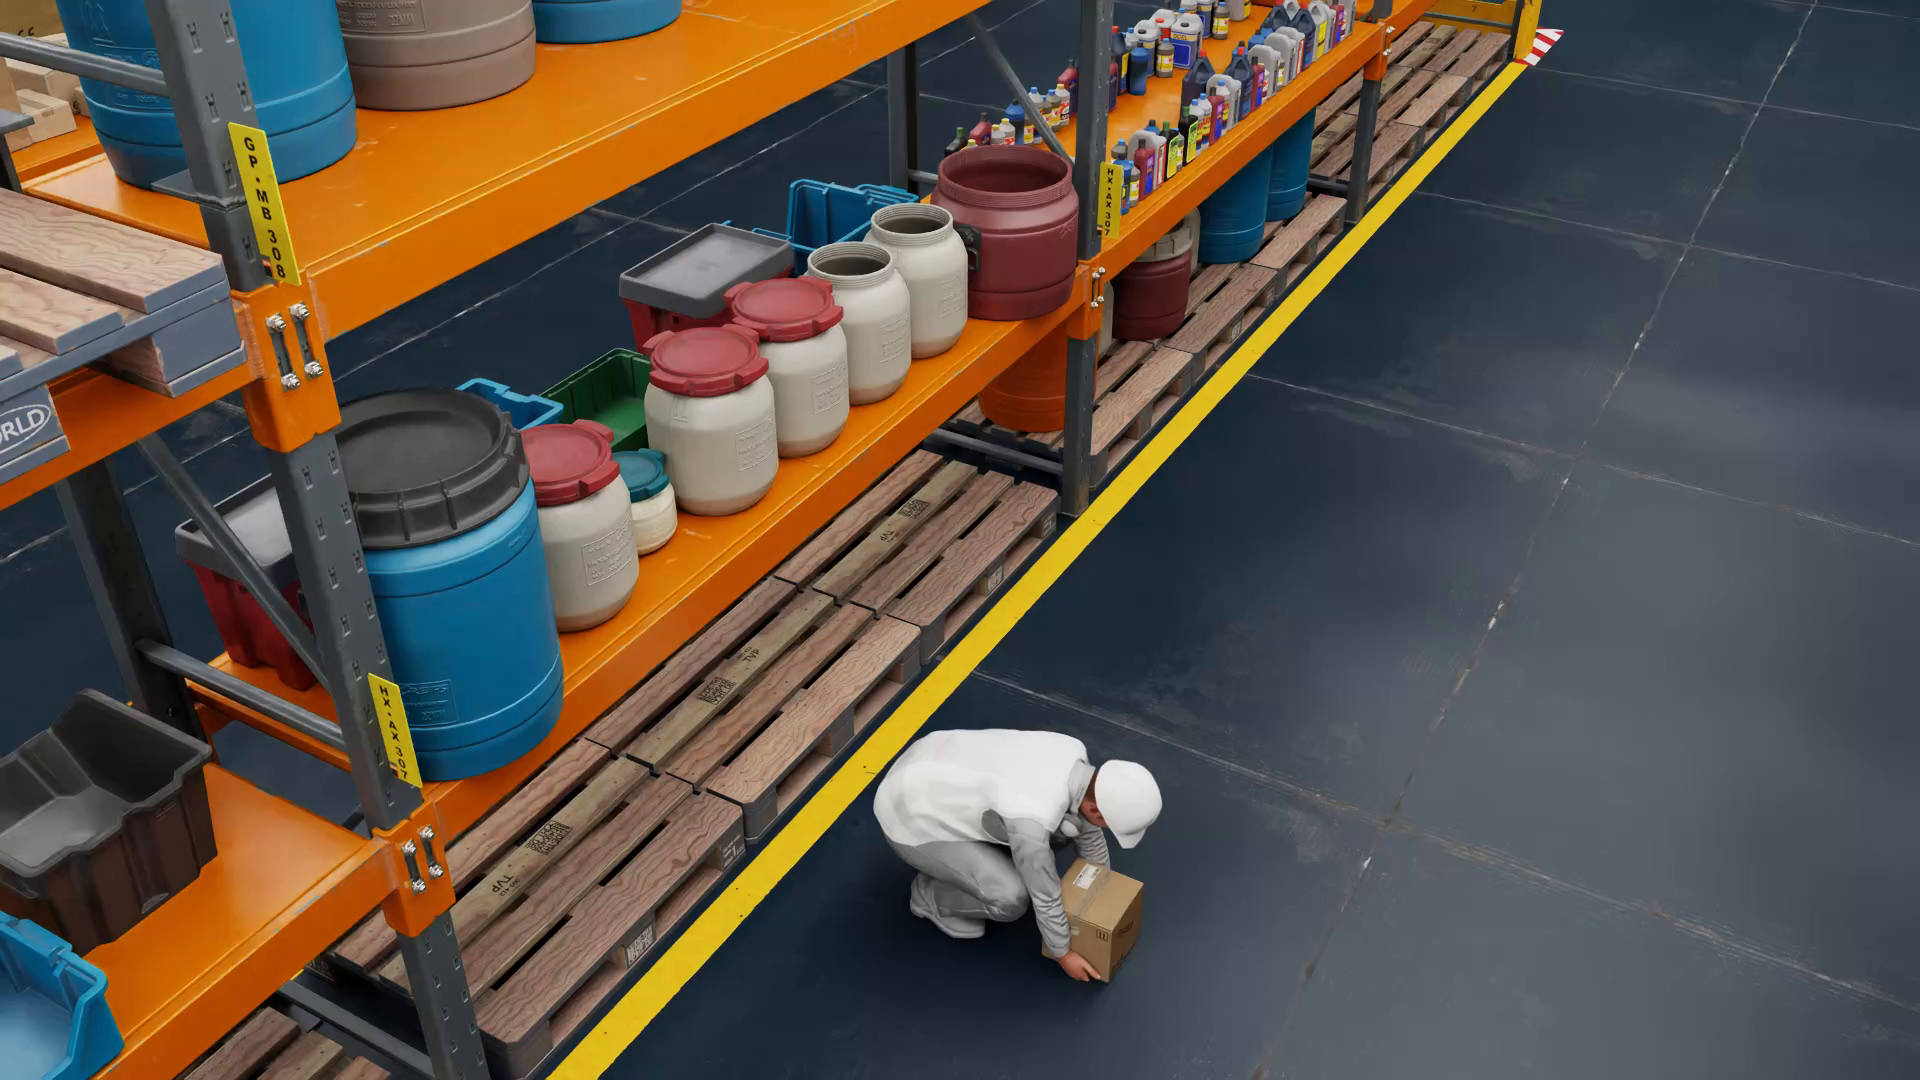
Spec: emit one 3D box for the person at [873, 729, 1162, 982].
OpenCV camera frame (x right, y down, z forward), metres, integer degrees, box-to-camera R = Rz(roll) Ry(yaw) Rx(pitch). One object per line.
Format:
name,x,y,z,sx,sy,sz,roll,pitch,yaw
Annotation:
person,0.192,1.005,5.589,0.958,0.868,0.525,17,38,24
